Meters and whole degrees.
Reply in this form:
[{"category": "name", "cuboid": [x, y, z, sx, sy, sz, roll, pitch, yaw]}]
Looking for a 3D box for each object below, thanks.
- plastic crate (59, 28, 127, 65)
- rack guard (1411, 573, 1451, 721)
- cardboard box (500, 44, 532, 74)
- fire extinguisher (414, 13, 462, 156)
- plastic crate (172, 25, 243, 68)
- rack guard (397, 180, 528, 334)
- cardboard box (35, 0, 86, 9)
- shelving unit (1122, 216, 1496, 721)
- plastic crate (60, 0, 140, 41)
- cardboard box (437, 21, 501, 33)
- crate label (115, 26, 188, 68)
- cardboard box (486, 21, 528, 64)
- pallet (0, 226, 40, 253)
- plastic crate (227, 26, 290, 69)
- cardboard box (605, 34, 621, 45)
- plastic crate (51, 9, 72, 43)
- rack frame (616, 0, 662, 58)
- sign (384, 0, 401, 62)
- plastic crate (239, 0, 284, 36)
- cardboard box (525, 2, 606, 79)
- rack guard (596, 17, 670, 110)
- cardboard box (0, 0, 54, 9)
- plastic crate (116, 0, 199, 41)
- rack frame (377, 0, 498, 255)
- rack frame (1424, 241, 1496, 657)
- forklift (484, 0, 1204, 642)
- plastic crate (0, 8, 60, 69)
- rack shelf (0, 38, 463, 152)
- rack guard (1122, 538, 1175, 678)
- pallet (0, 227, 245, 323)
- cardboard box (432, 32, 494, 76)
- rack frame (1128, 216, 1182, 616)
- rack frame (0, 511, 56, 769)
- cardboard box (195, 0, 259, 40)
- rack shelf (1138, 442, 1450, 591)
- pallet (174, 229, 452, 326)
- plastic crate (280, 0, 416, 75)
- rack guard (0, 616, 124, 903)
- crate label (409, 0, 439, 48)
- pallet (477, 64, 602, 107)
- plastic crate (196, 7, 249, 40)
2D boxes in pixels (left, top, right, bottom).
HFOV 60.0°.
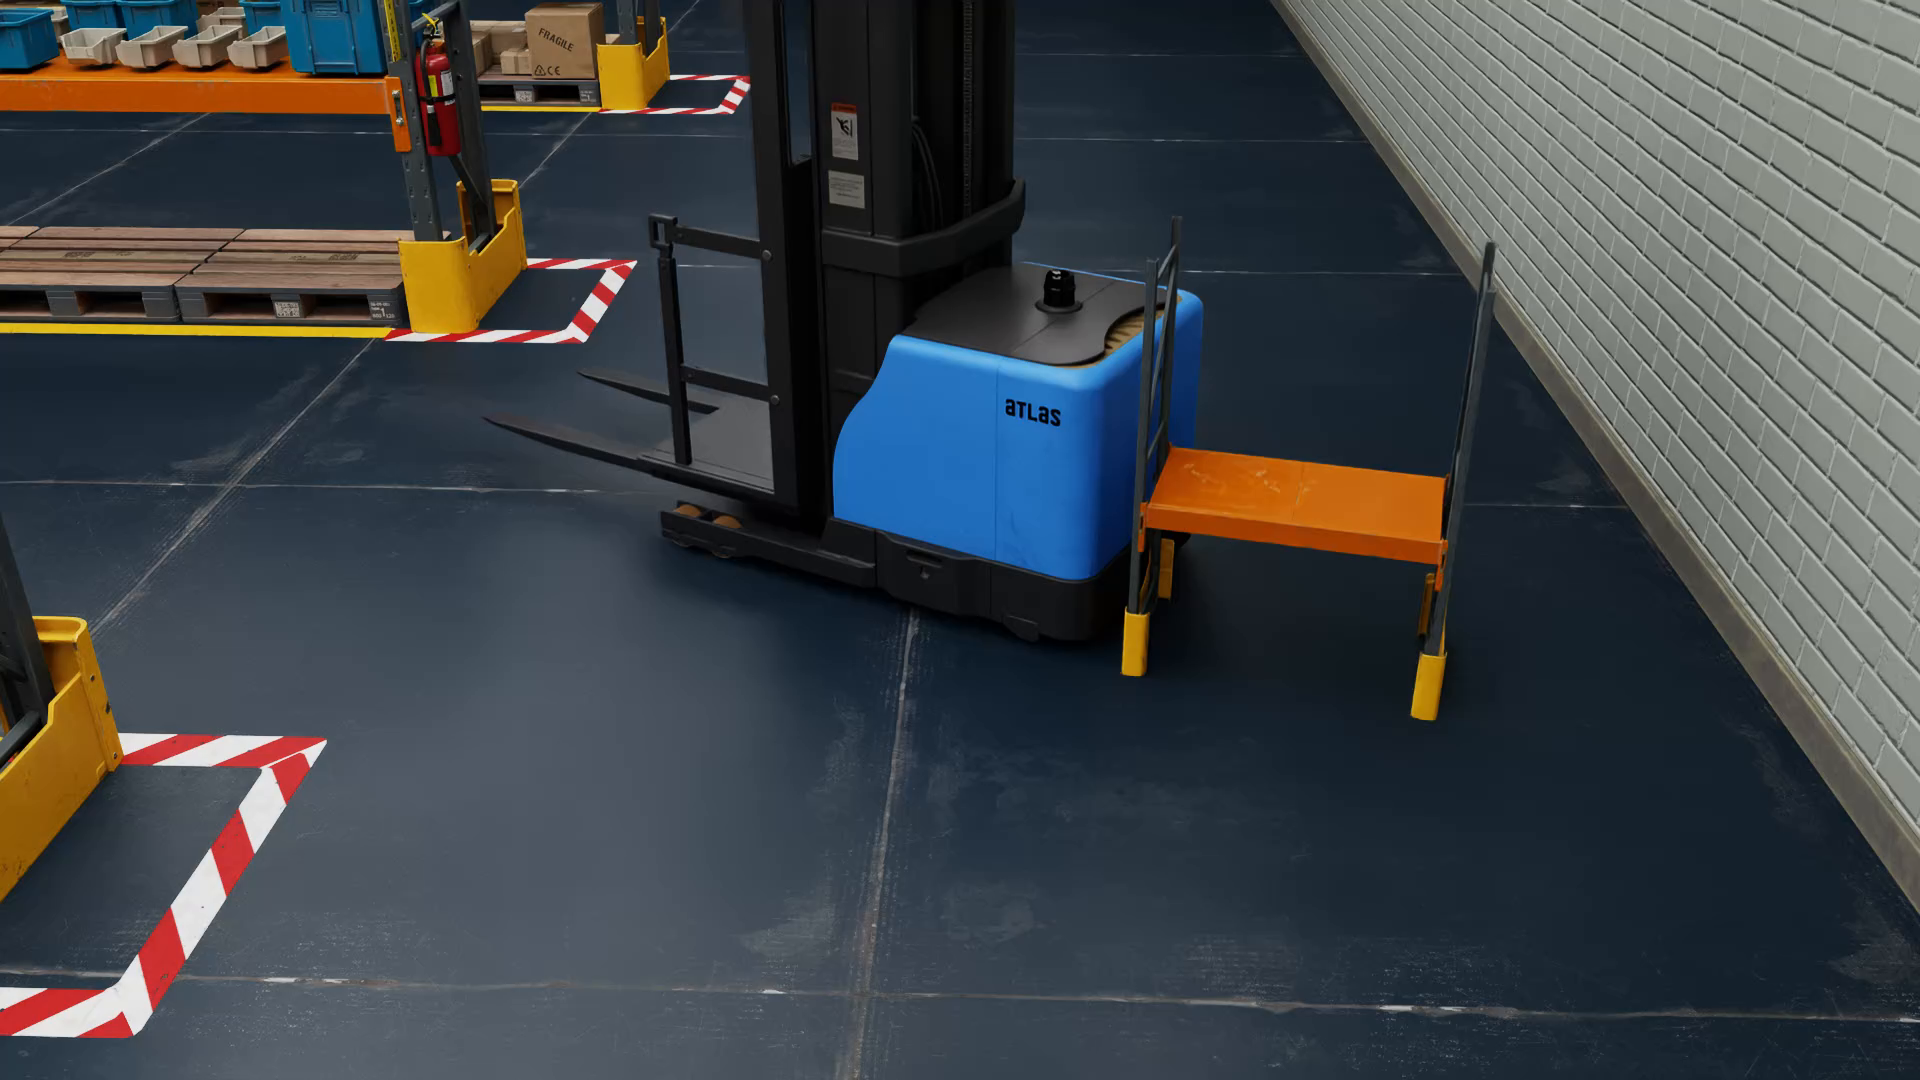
[{"category": "plastic crate", "cuboid": [-4.446, -2.527, 8.531, 0.250, 0.136, 0.298, 1, 28, 2]}, {"category": "rack guard", "cuboid": [1.643, 0.365, 5.795, 0.087, 0.250, 0.587, 8, 29, 14]}, {"category": "cardboard box", "cuboid": [-3.534, -3.891, 13.442, 0.250, 0.166, 0.380, 1, 28, 2]}, {"category": "fire extinguisher", "cuboid": [-2.625, -2.273, 8.316, 0.183, 0.674, 0.296, 1, 28, 2]}, {"category": "plastic crate", "cuboid": [-3.870, -2.537, 8.551, 0.243, 0.136, 0.396, 1, 28, 2]}, {"category": "rack guard", "cuboid": [-2.735, -1.588, 9.212, 0.348, 0.500, 1.175, 1, 28, 2]}, {"category": "cardboard box", "cuboid": [-7.082, -4.036, 13.359, 0.500, 0.500, 0.500, 1, 28, 2]}, {"category": "shelving unit", "cuboid": [1.164, -0.251, 5.622, 1.083, 1.500, 0.587, 8, 29, 14]}, {"category": "plastic crate", "cuboid": [-4.610, -2.824, 8.990, 0.300, 0.233, 0.416, 1, 28, 2]}, {"category": "cardboard box", "cuboid": [-4.114, -4.143, 13.829, 0.500, 0.250, 0.500, 1, 28, 2]}, {"category": "crate label", "cuboid": [-4.149, -2.530, 8.538, 0.243, 0.136, 0.396, 1, 28, 2]}, {"category": "cardboard box", "cuboid": [-3.614, -4.135, 13.814, 0.500, 0.250, 0.500, 1, 28, 2]}, {"category": "pallet", "cuboid": [-6.021, -1.527, 9.405, 1.213, 0.211, 1.003, 1, 28, 2]}, {"category": "plastic crate", "cuboid": [-3.581, -2.526, 8.529, 0.243, 0.136, 0.396, 1, 28, 2]}, {"category": "cardboard box", "cuboid": [-2.987, -4.108, 13.871, 0.250, 0.149, 0.380, 1, 28, 2]}, {"category": "plastic crate", "cuboid": [-5.006, -2.775, 9.000, 0.466, 0.136, 0.293, 1, 28, 2]}, {"category": "rack frame", "cuboid": [-2.581, -5.006, 12.990, 0.127, 3.000, 1.000, 1, 28, 2]}, {"category": "sign", "cuboid": [-2.763, -2.501, 8.092, 0.005, 0.325, 0.100, 1, 28, 2]}, {"category": "plastic crate", "cuboid": [-3.652, -2.809, 8.960, 0.300, 0.233, 0.416, 1, 28, 2]}, {"category": "cardboard box", "cuboid": [-3.133, -3.989, 13.272, 0.500, 0.500, 0.500, 1, 28, 2]}, {"category": "rack guard", "cuboid": [-2.657, -3.902, 13.578, 0.348, 0.500, 1.175, 1, 28, 2]}, {"category": "cardboard box", "cuboid": [-7.575, -4.048, 13.382, 0.500, 0.500, 0.500, 1, 28, 2]}, {"category": "plastic crate", "cuboid": [-4.310, -2.820, 8.981, 0.300, 0.233, 0.416, 1, 28, 2]}, {"category": "rack frame", "cuboid": [-2.759, -2.687, 8.616, 0.127, 3.000, 1.000, 1, 28, 2]}, {"category": "rack frame", "cuboid": [1.644, -0.187, 5.502, 0.032, 1.500, 0.500, 8, 29, 14]}, {"category": "forklift", "cuboid": [-0.612, -1.419, 6.298, 3.031, 2.935, 1.130, 15, 31, 26]}, {"category": "plastic crate", "cuboid": [-4.821, -2.553, 8.479, 0.300, 0.233, 0.416, 1, 28, 2]}, {"category": "rack shelf", "cuboid": [-4.758, -2.402, 8.847, 4.000, 0.370, 1.077, 1, 28, 2]}, {"category": "rack guard", "cuboid": [0.685, 0.237, 6.036, 0.087, 0.250, 0.587, 8, 29, 14]}, {"category": "pallet", "cuboid": [-4.798, -1.508, 9.370, 1.213, 0.211, 1.003, 1, 28, 2]}, {"category": "cardboard box", "cuboid": [-4.081, -3.908, 13.386, 0.500, 0.250, 0.500, 1, 28, 2]}, {"category": "rack frame", "cuboid": [0.666, -0.318, 5.748, 0.032, 1.500, 0.500, 8, 29, 14]}, {"category": "rack frame", "cuboid": [-2.934, -0.369, 4.243, 0.127, 3.000, 1.000, 1, 28, 2]}, {"category": "cardboard box", "cuboid": [-5.999, -4.285, 13.830, 0.500, 0.500, 0.500, 1, 28, 2]}, {"category": "rack shelf", "cuboid": [1.155, -0.093, 5.709, 1.000, 0.185, 0.538, 8, 29, 14]}, {"category": "pallet", "cuboid": [-3.582, -1.487, 9.329, 1.213, 0.211, 1.003, 1, 28, 2]}, {"category": "plastic crate", "cuboid": [-3.101, -2.647, 8.439, 0.499, 0.435, 0.616, 1, 28, 2]}, {"category": "rack guard", "cuboid": [-2.910, 0.736, 4.828, 0.348, 0.500, 1.175, 1, 28, 2]}, {"category": "crate label", "cuboid": [-2.994, -2.798, 8.940, 0.303, 0.233, 0.416, 1, 28, 2]}, {"category": "pallet", "cuboid": [-3.454, -3.787, 13.669, 1.213, 0.211, 1.003, 1, 28, 2]}, {"category": "plastic crate", "cuboid": [-3.990, -2.810, 9.067, 0.298, 0.136, 0.250, 1, 28, 2]}]
